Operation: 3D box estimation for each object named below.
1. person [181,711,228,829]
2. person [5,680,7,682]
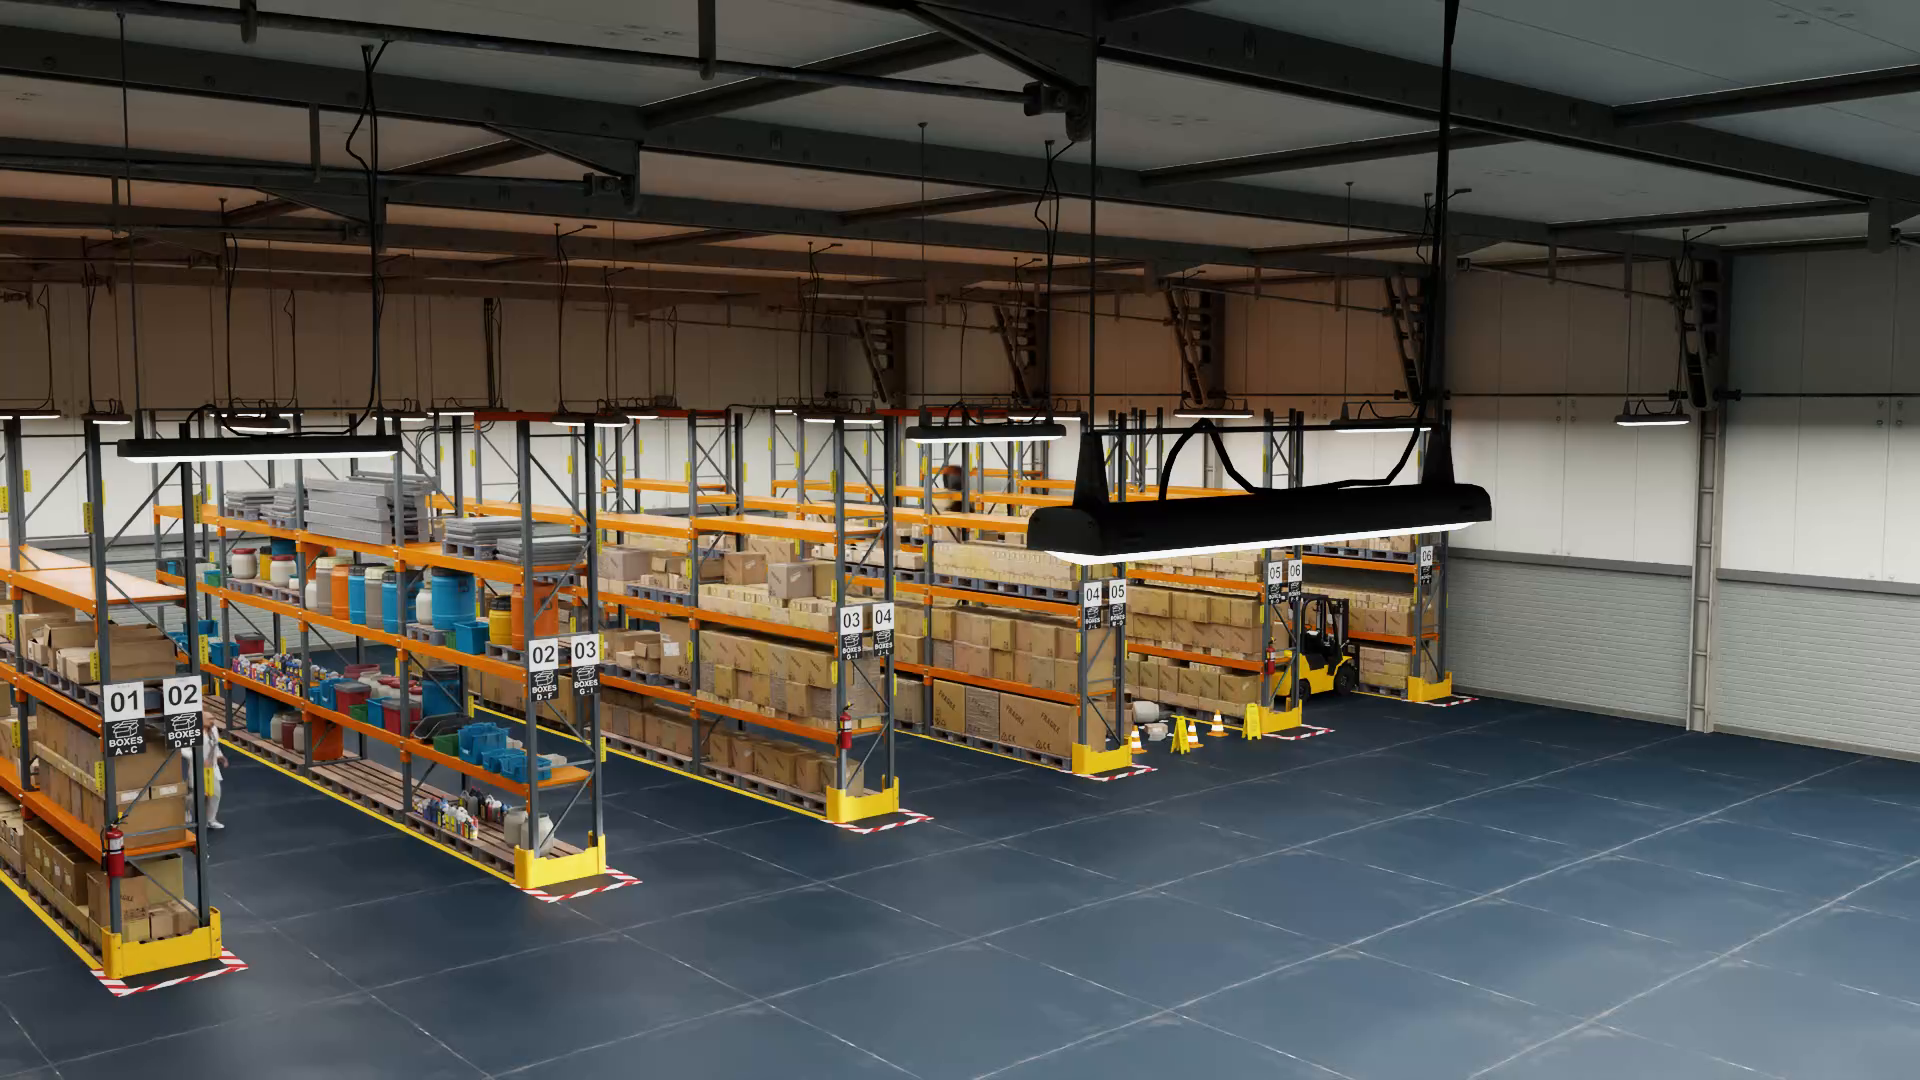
[{"bbox_3d":[-11.119,3.342,24.262,0.866,1.734,0.707,2,6,26],"label":"person"},{"bbox_3d":[-18.308,2.728,31.488,0.614,1.687,0.754,-5,7,-44],"label":"person"}]
